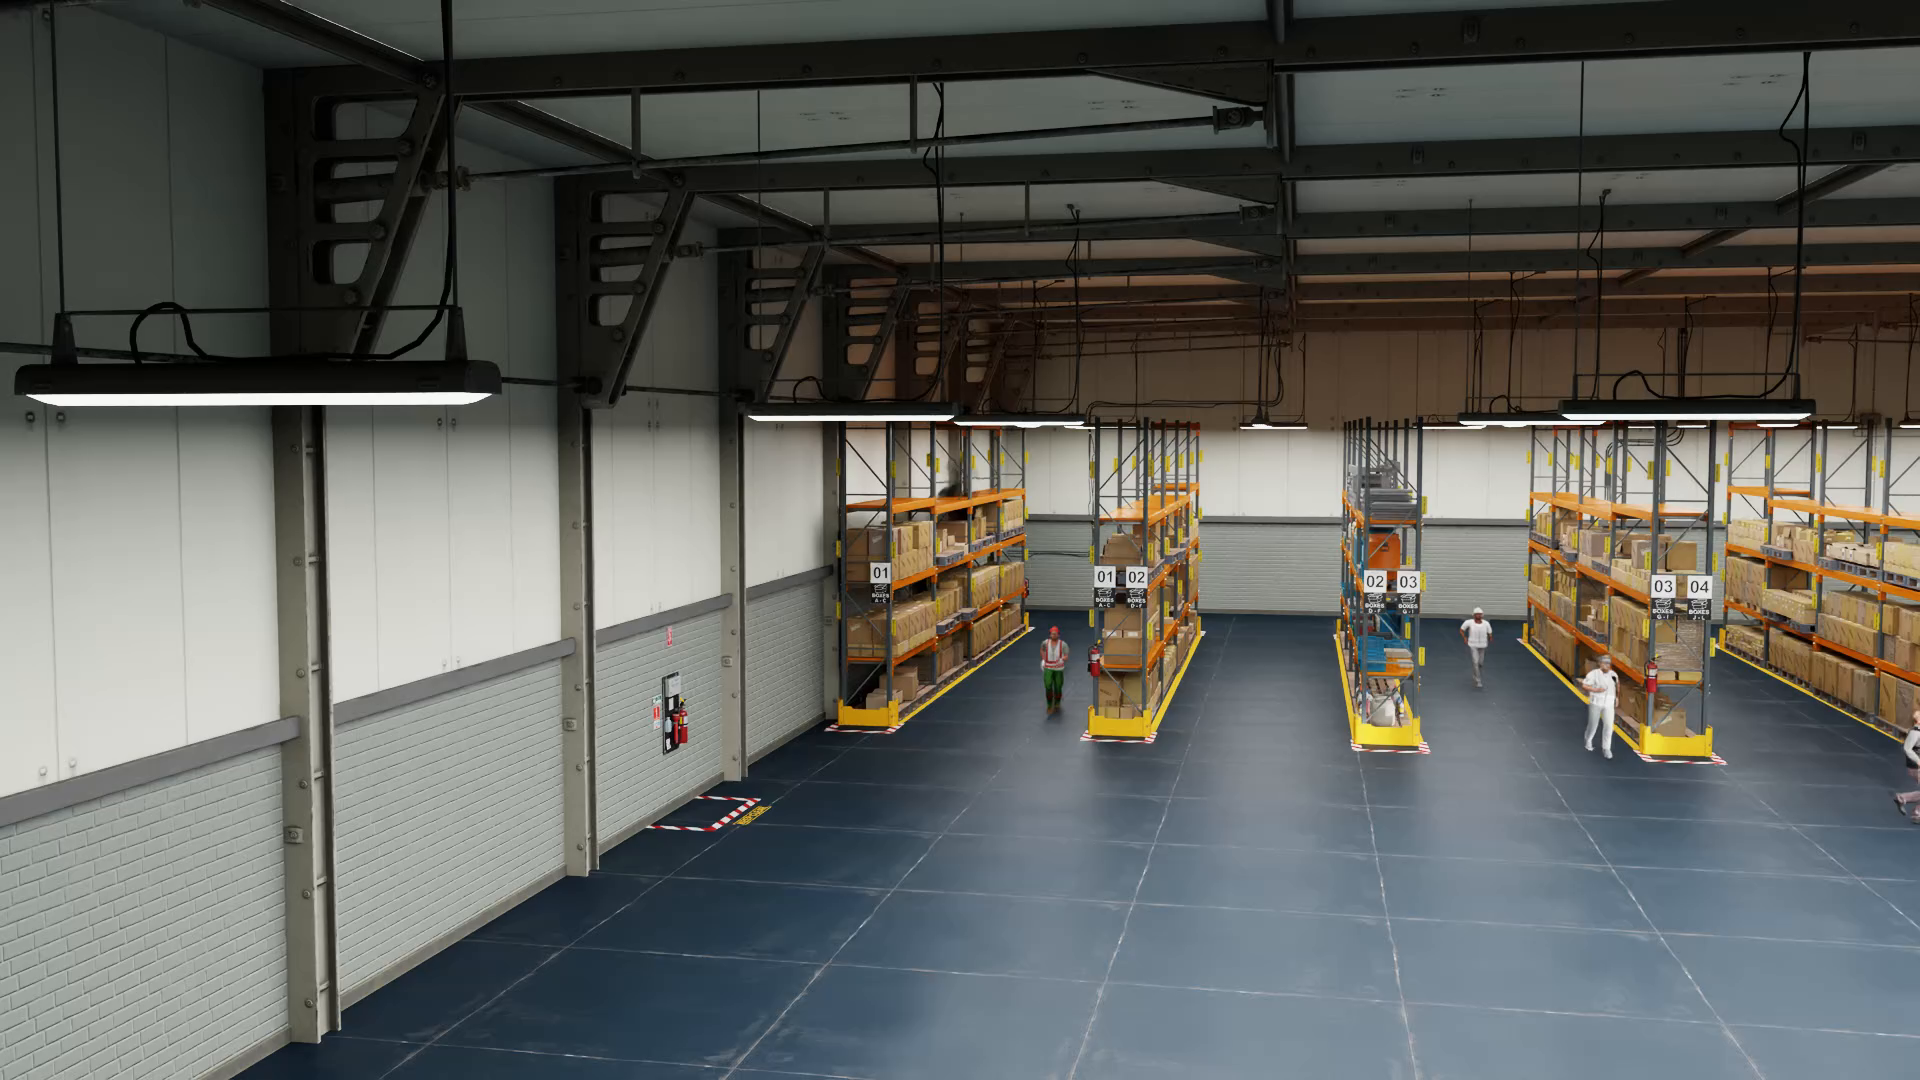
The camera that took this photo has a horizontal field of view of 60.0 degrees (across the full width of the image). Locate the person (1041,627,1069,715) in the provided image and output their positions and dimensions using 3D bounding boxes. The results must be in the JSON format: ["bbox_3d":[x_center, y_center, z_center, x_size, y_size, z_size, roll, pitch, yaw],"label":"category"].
[{"bbox_3d":[1.927,2.652,33.823,0.570,1.808,0.862,0,4,4],"label":"person"}]

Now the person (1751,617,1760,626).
[{"bbox_3d":[21.648,1.974,44.867,0.572,1.674,0.676,-3,5,-42],"label":"person"}]

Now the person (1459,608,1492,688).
[{"bbox_3d":[11.688,2.414,37.596,0.699,1.765,0.924,0,4,0],"label":"person"}]

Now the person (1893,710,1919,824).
[{"bbox_3d":[13.971,3.320,24.241,0.585,1.683,0.660,3,5,40],"label":"person"}]

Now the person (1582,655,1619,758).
[{"bbox_3d":[11.385,2.909,29.478,0.696,1.760,0.990,0,4,7],"label":"person"}]
